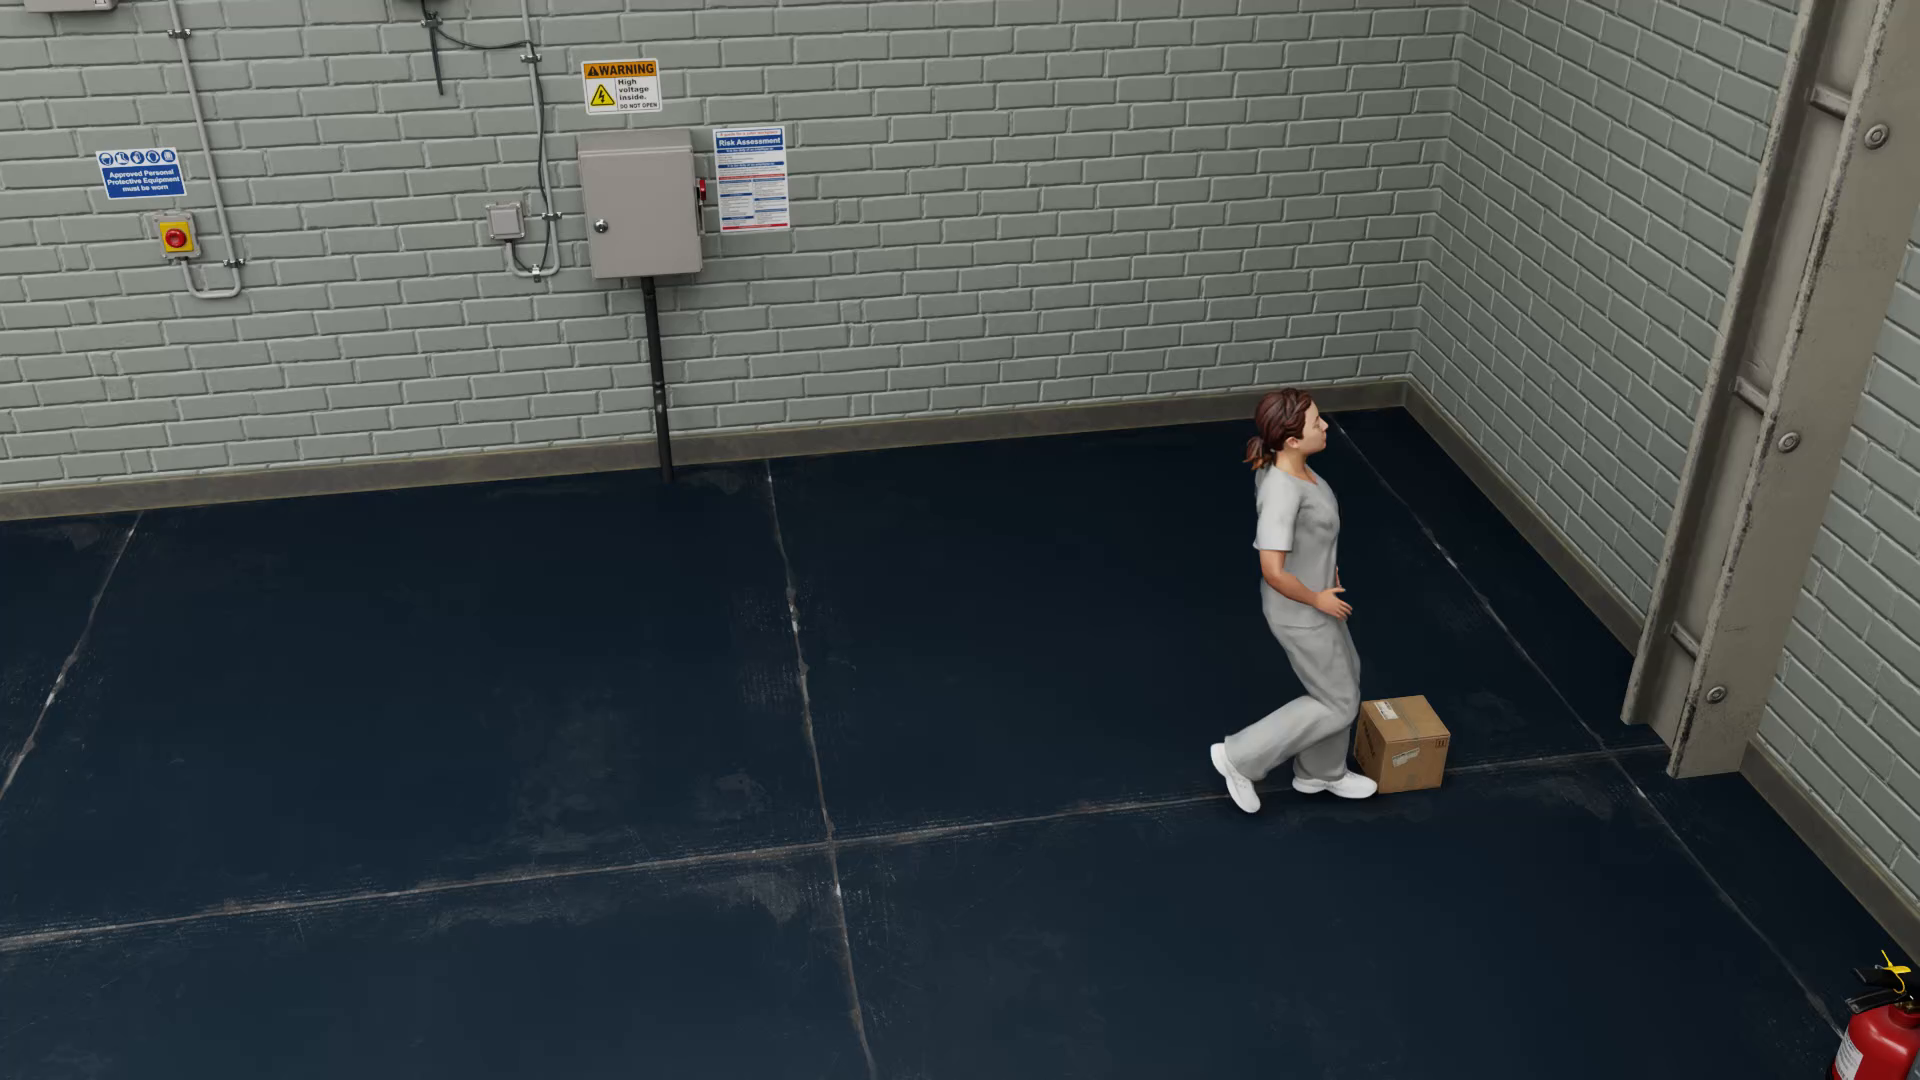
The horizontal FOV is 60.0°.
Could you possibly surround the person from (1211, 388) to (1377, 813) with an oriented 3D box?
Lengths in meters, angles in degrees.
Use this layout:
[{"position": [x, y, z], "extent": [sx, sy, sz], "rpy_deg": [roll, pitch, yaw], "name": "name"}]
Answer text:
[{"position": [1.230, 0.223, 5.800], "extent": [0.634, 1.624, 0.601], "rpy_deg": [2, 31, 3], "name": "person"}]
